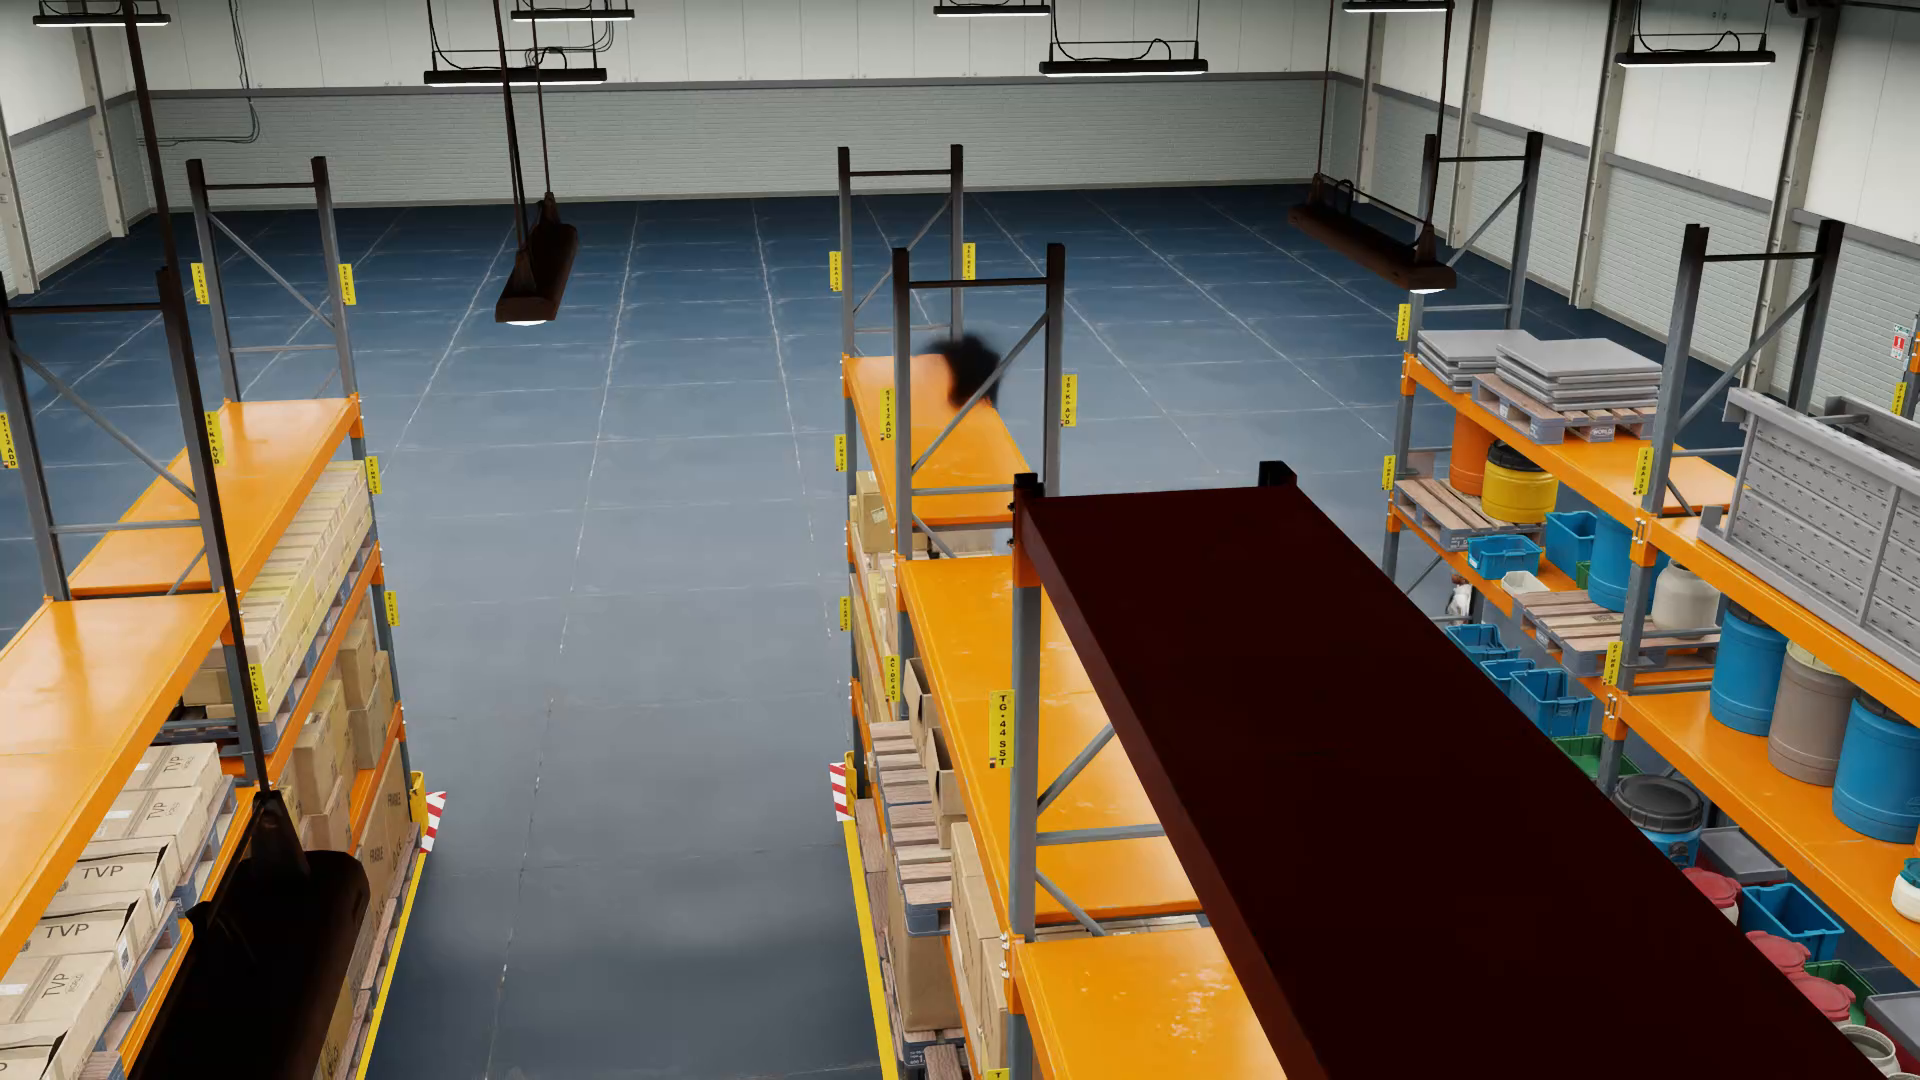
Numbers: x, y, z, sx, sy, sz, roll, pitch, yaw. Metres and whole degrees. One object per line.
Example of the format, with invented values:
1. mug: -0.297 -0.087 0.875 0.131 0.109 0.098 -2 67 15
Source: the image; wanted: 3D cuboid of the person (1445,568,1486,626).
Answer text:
1. person: 5.223 0.999 16.936 0.620 1.657 0.598 16 27 36
